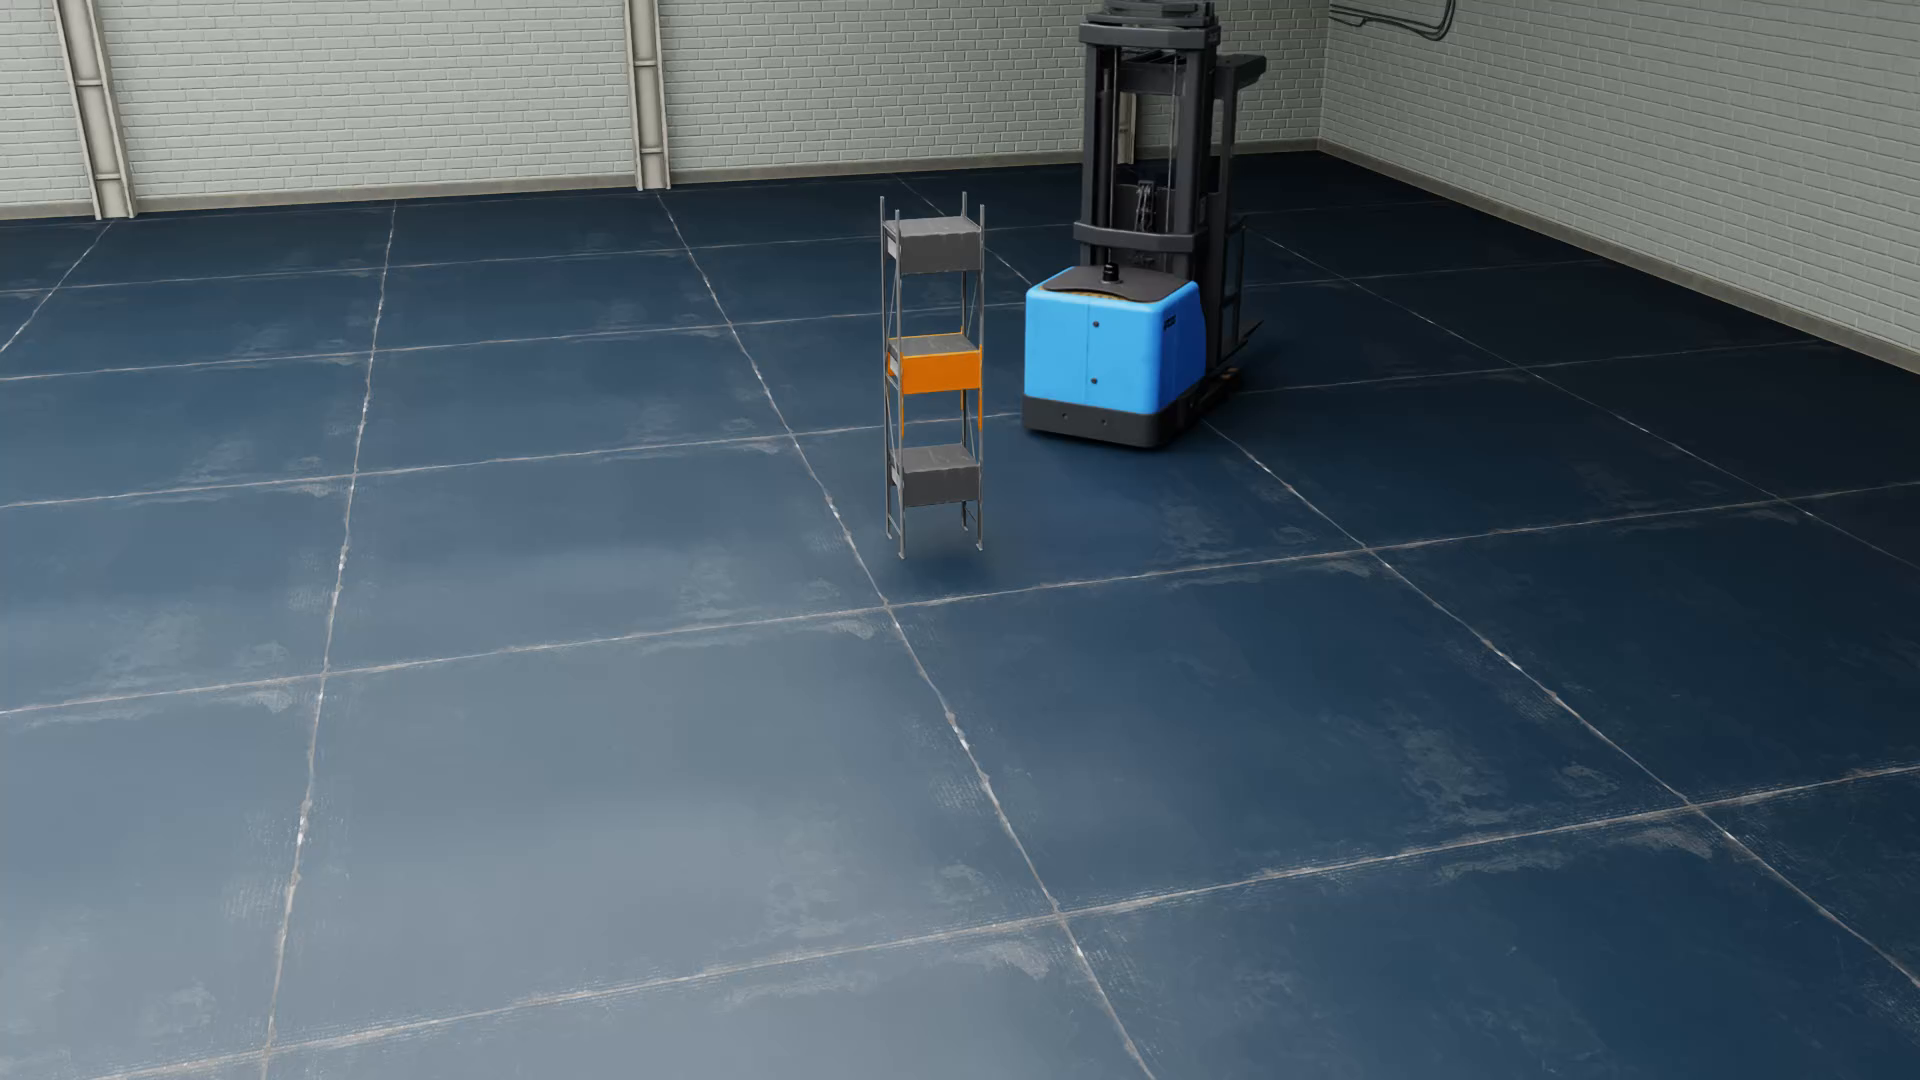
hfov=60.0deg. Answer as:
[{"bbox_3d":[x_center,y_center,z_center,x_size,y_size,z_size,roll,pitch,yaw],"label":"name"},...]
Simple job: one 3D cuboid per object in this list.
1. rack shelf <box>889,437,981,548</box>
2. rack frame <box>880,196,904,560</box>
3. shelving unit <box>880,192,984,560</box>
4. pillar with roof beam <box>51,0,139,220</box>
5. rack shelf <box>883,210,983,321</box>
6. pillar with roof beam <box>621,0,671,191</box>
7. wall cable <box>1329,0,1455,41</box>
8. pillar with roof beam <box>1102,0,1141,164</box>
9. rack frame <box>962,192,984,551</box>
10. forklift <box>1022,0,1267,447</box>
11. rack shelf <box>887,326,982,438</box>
[{"bbox_3d":[-0.159,-0.291,10.076,0.480,0.518,0.431,-6,24,-14],"label":"rack shelf"},{"bbox_3d":[-0.394,-0.921,9.734,0.015,2.100,0.400,-6,24,-14],"label":"rack frame"},{"bbox_3d":[-0.159,-0.947,9.795,0.503,2.100,0.431,-6,24,-14],"label":"shelving unit"},{"bbox_3d":[-8.352,-6.162,13.200,0.400,9.000,9.100,-6,24,-14],"label":"pillar with roof beam"},{"bbox_3d":[-0.159,-1.578,9.524,0.480,0.518,0.431,-6,24,-14],"label":"rack shelf"},{"bbox_3d":[-2.575,-6.802,14.689,0.400,9.000,9.100,-6,24,-14],"label":"pillar with roof beam"},{"bbox_3d":[5.232,-7.460,20.161,0.112,2.526,3.097,-6,24,-14],"label":"wall cable"},{"bbox_3d":[3.202,-7.441,16.179,0.400,9.000,9.100,-6,24,-14],"label":"pillar with roof beam"},{"bbox_3d":[0.076,-0.973,9.855,0.015,2.100,0.400,-6,24,-14],"label":"rack frame"},{"bbox_3d":[1.567,-2.536,12.442,1.130,2.935,3.031,11,26,25],"label":"forklift"},{"bbox_3d":[-0.159,-0.935,9.800,0.480,0.518,0.431,-6,24,-14],"label":"rack shelf"}]
